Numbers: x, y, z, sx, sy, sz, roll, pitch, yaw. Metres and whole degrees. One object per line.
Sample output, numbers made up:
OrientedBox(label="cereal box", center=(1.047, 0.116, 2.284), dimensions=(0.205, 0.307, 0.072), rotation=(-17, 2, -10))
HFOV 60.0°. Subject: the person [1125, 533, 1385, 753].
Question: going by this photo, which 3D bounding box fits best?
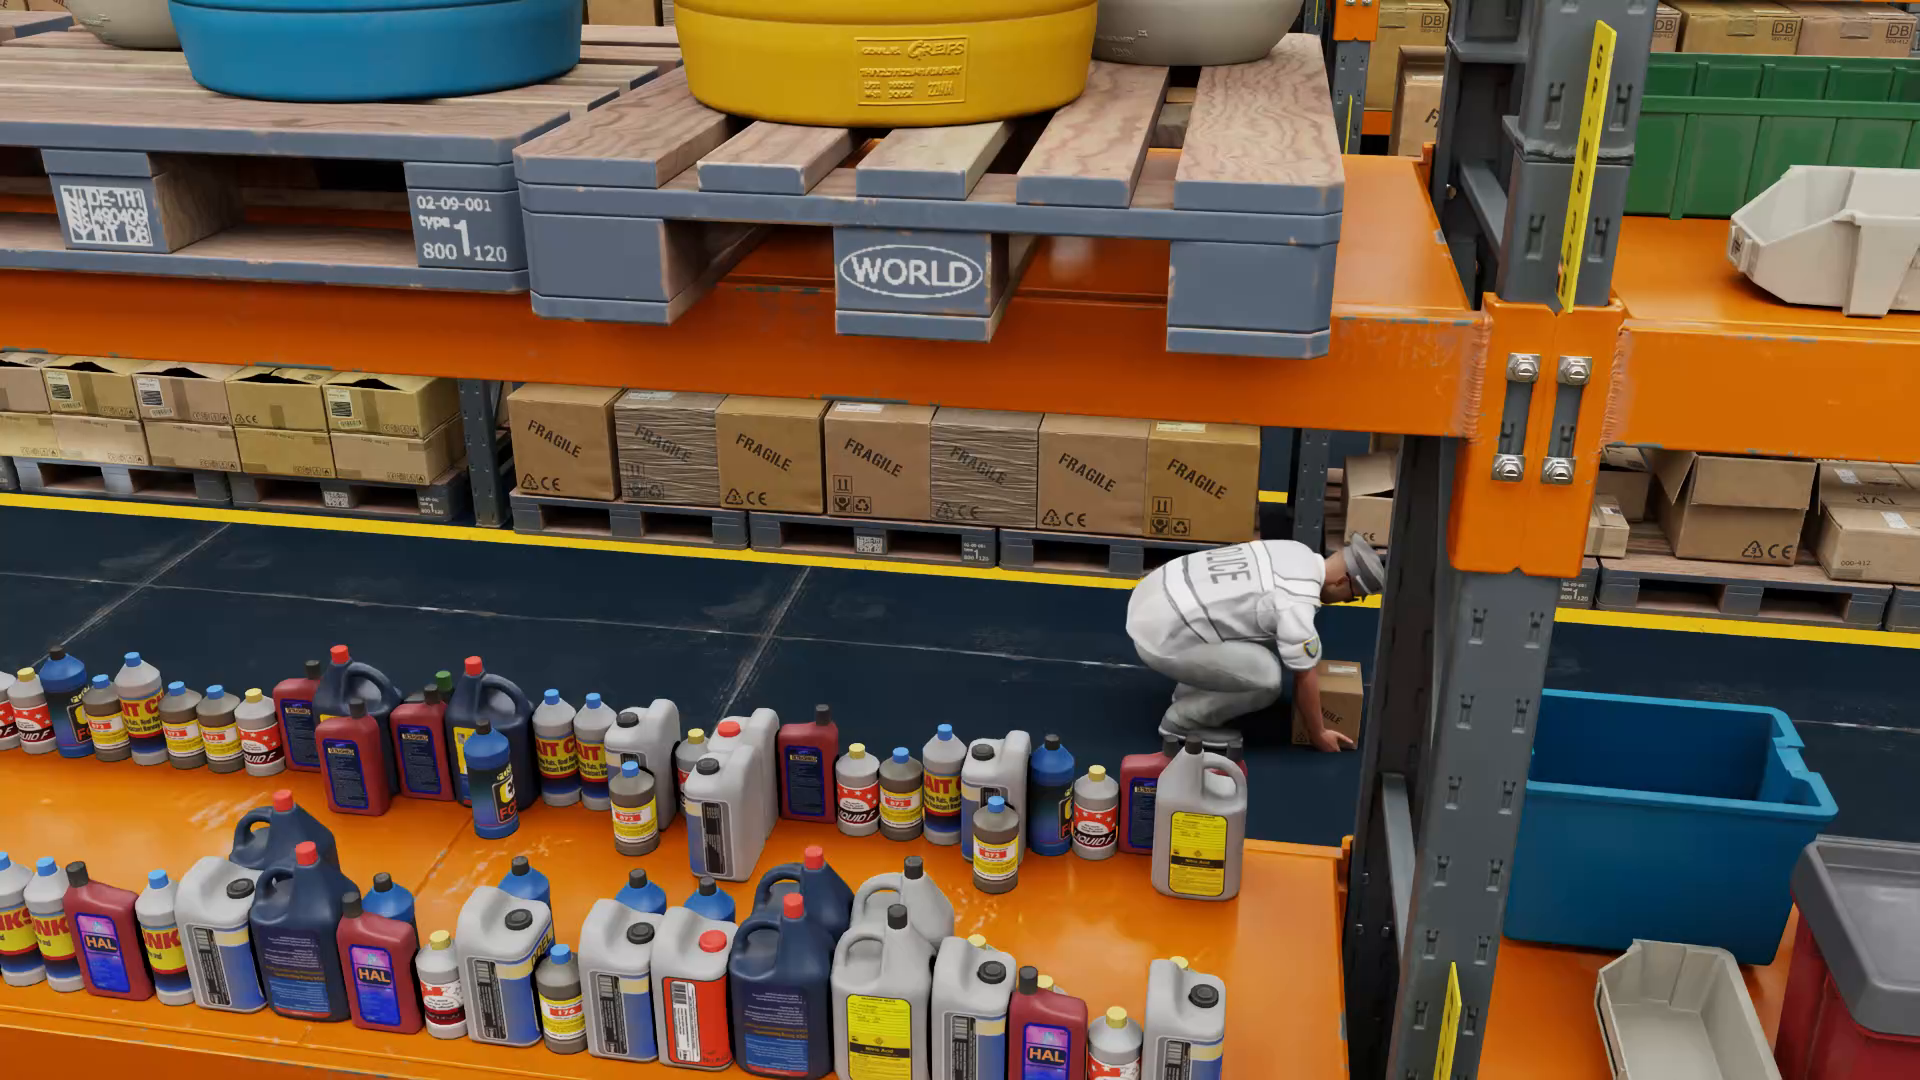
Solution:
OrientedBox(label="person", center=(1.142, 0.392, 6.446), dimensions=(0.996, 0.886, 0.539), rotation=(4, 25, 8))
